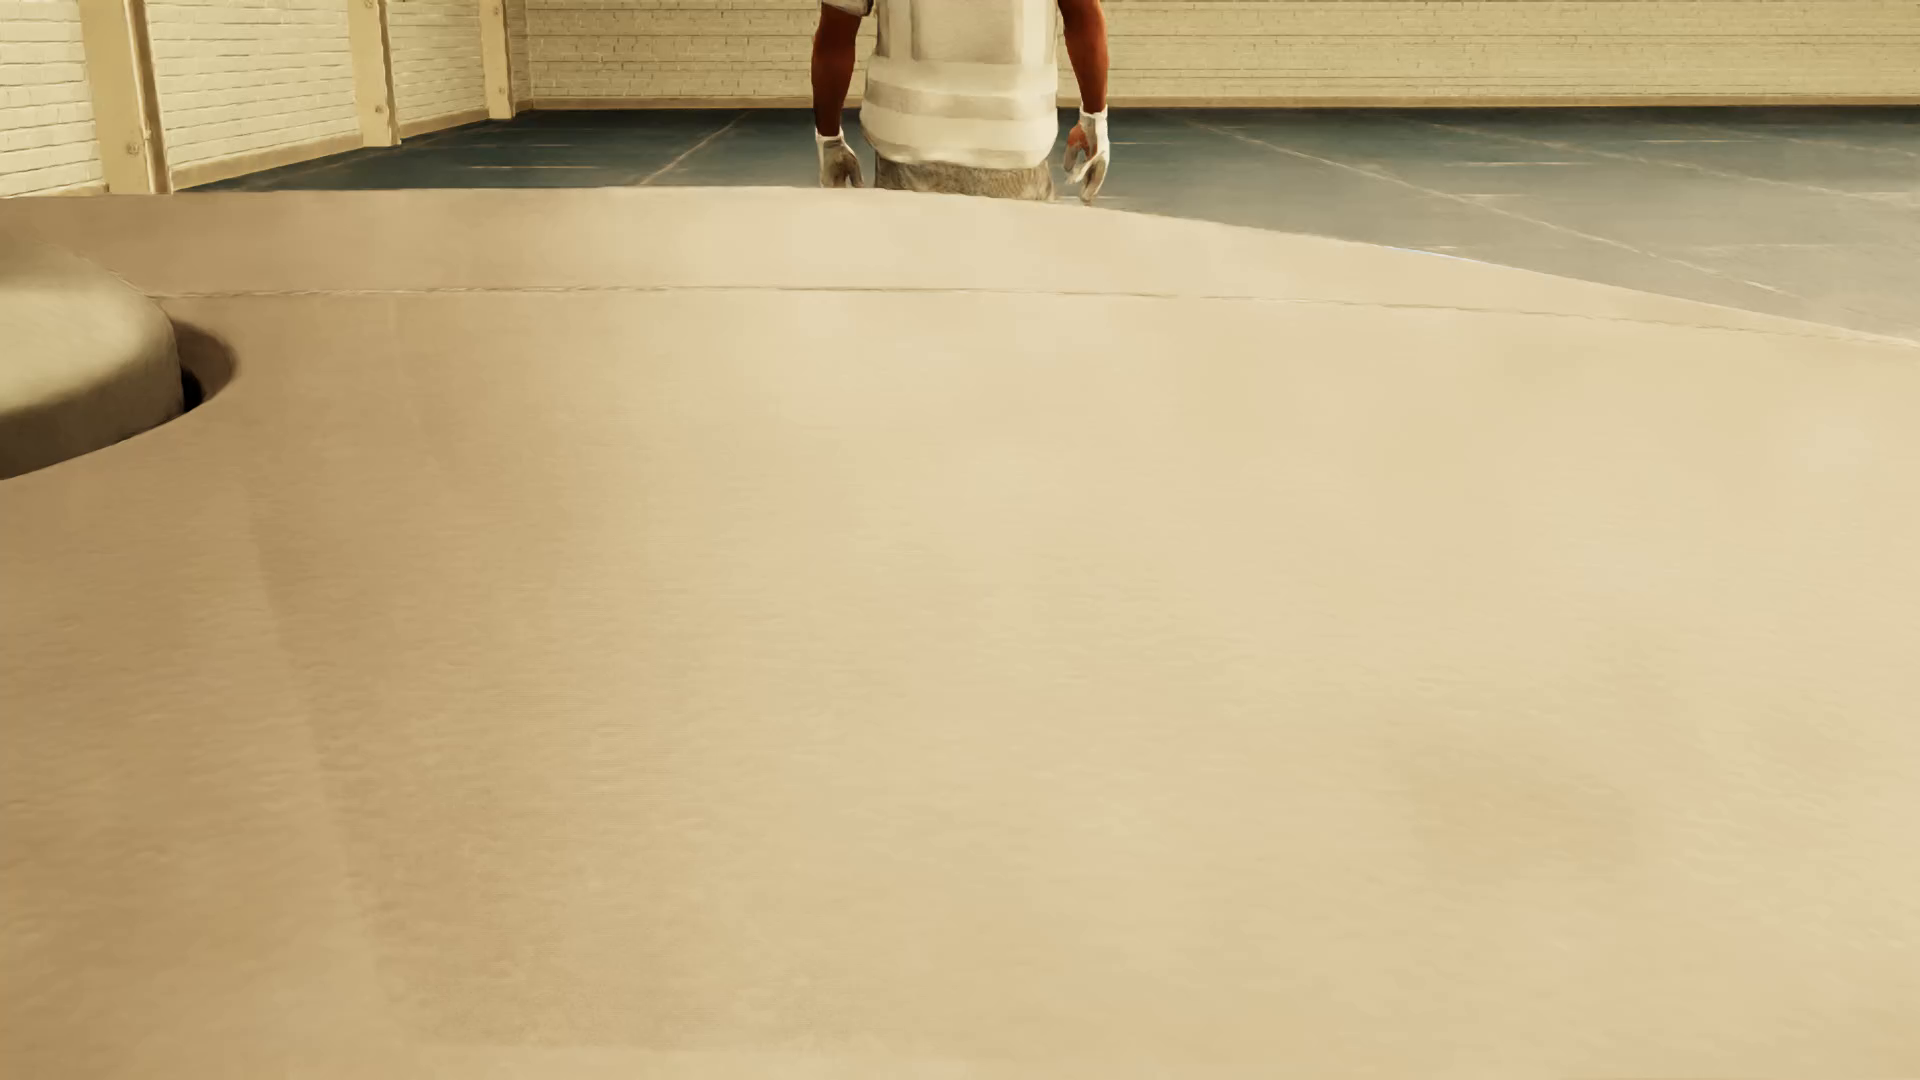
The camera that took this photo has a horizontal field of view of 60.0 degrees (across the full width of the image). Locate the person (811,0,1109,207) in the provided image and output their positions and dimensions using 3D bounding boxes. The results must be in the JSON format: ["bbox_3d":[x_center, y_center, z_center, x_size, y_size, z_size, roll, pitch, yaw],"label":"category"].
[{"bbox_3d":[0.004,-0.881,3.724,0.655,1.782,0.576,-1,17,-3],"label":"person"}]
